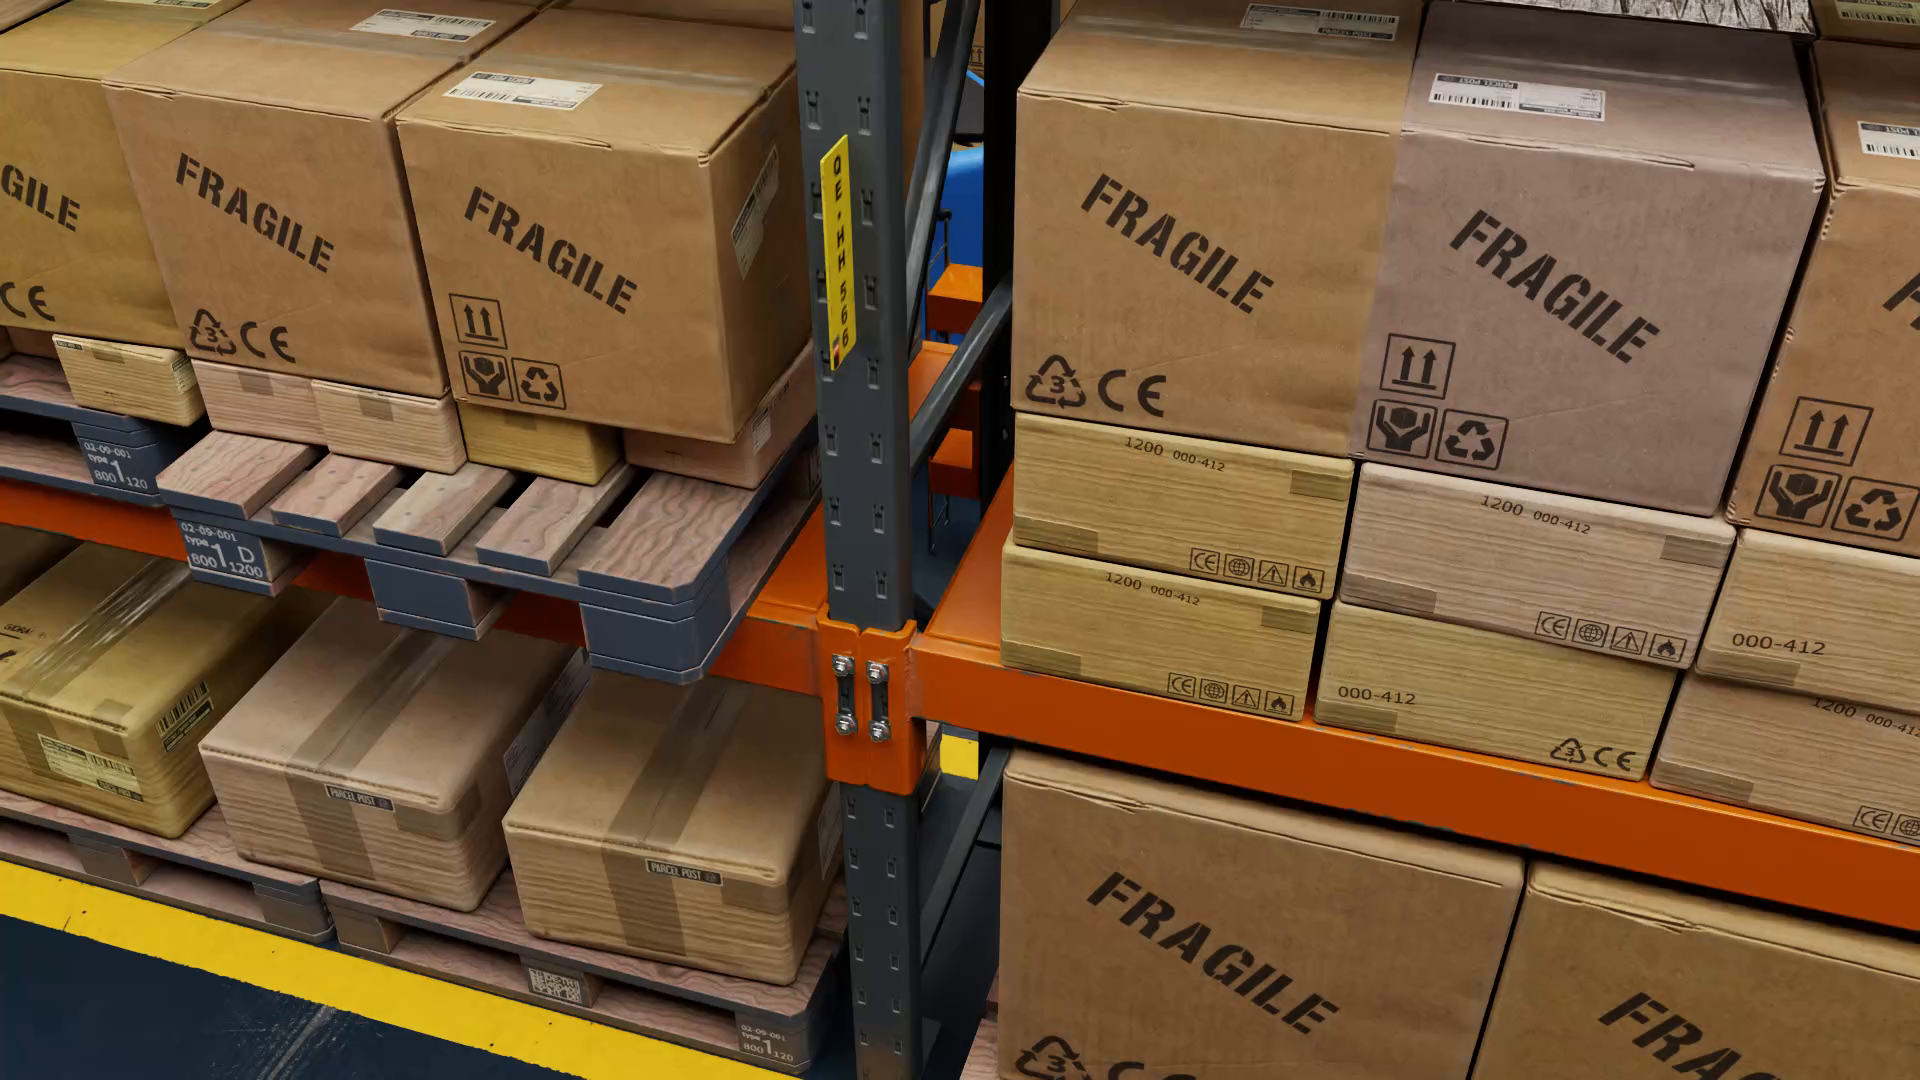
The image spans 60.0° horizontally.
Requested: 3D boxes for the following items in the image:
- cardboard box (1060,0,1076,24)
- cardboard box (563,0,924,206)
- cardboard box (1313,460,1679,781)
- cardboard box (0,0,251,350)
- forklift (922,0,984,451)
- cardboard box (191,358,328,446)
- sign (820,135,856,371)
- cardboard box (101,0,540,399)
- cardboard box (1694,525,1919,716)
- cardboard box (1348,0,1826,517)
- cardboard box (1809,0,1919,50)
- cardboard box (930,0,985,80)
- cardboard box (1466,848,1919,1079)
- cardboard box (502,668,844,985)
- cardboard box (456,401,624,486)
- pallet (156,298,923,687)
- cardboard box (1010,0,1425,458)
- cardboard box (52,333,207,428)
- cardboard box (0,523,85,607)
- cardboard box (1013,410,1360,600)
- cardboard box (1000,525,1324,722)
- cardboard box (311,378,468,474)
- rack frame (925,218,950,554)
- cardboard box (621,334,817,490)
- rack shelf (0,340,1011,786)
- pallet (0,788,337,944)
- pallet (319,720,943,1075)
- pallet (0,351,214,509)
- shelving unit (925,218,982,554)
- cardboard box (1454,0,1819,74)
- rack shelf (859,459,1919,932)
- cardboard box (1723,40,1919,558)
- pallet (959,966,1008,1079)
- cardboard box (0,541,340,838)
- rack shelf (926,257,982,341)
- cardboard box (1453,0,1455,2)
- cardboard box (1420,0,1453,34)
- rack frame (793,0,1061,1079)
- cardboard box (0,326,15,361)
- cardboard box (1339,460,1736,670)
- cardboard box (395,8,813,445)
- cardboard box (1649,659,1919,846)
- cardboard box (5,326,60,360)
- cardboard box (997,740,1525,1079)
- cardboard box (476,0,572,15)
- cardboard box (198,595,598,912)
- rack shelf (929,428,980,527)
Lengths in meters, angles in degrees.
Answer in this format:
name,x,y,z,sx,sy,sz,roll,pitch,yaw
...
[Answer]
name,x,y,z,sx,sy,sz,roll,pitch,yaw
cardboard box,0.808,-2.518,7.684,0.750,0.750,1.050,10,38,13
cardboard box,-0.378,-0.818,3.141,0.500,0.500,0.500,9,37,13
cardboard box,0.870,0.092,2.721,0.500,0.250,0.500,9,37,13
cardboard box,-1.513,-0.704,2.986,0.500,0.500,0.500,8,37,11
forklift,-0.790,-2.217,5.789,1.130,2.935,3.031,-17,40,-22
cardboard box,-1.169,-0.345,3.046,0.250,0.149,0.380,9,37,12
sign,-0.170,-0.404,2.358,0.005,0.325,0.100,10,38,14
cardboard box,-1.031,-0.615,2.866,0.500,0.500,0.500,10,38,13
cardboard box,1.358,-0.002,2.428,0.500,0.250,0.500,10,38,14
cardboard box,0.857,-0.413,2.353,0.500,0.500,0.500,11,38,14
cardboard box,1.519,-0.600,2.607,0.500,0.500,0.500,11,38,14
cardboard box,-0.028,-2.671,7.892,0.750,0.750,1.050,11,38,15
cardboard box,1.467,0.738,3.155,0.875,0.875,0.875,11,38,14
cardboard box,-0.554,0.506,3.895,0.625,0.372,0.950,8,37,11
cardboard box,-0.678,-0.277,2.954,0.250,0.149,0.380,11,38,15
pallet,-0.729,-0.266,3.243,1.003,0.211,1.213,10,38,14
cardboard box,0.381,-0.495,2.465,0.500,0.500,0.500,9,37,12
cardboard box,-1.436,-0.386,3.102,0.250,0.149,0.380,11,38,15
cardboard box,-2.647,0.121,4.418,0.625,0.372,0.950,13,38,17
cardboard box,0.393,-0.190,2.682,0.500,0.250,0.500,10,38,14
cardboard box,0.375,0.011,2.831,0.500,0.250,0.500,10,37,13
cardboard box,-0.932,-0.296,2.980,0.250,0.149,0.380,10,38,14
rack frame,-0.065,-0.435,4.955,0.008,1.050,0.200,10,38,14
cardboard box,-0.400,-0.271,2.945,0.250,0.149,0.380,12,38,16
rack shelf,-1.926,-0.342,3.791,4.000,0.370,1.077,10,38,14
pallet,-1.923,0.489,4.407,1.213,0.211,1.003,10,38,14
pallet,-0.763,0.706,4.112,1.213,0.211,1.003,10,38,14
pallet,-1.919,-0.527,3.598,1.213,0.211,1.003,10,38,14
shelving unit,0.051,-0.413,4.926,0.252,1.050,0.215,10,38,14
cardboard box,1.046,-0.691,2.731,0.500,0.500,0.500,11,38,15
rack shelf,1.892,0.365,2.830,4.000,0.370,1.077,10,38,14
cardboard box,1.346,-0.313,2.217,0.500,0.500,0.500,12,38,15
pallet,0.713,1.027,3.676,1.213,0.211,1.003,10,38,14
cardboard box,-1.982,0.243,4.252,0.625,0.372,0.950,12,38,15
rack shelf,0.051,-0.633,4.764,0.240,0.259,0.215,10,38,14
cardboard box,1.948,-2.302,6.969,0.500,0.250,0.500,9,37,12
cardboard box,0.554,-0.777,2.848,0.500,0.500,0.500,10,37,13
rack frame,-0.017,-0.278,3.097,0.127,3.000,1.000,10,38,14
cardboard box,-1.903,-0.500,3.256,0.250,0.149,0.380,9,37,12
cardboard box,0.886,-0.098,2.557,0.500,0.250,0.500,11,38,15
cardboard box,-0.534,-0.530,2.750,0.500,0.500,0.500,9,37,13
cardboard box,1.369,0.188,2.590,0.500,0.250,0.500,12,38,15
cardboard box,-1.639,-0.502,3.259,0.250,0.149,0.380,11,38,14
cardboard box,0.617,0.578,3.373,0.875,0.875,0.875,10,38,13
cardboard box,-0.877,-0.906,3.260,0.500,0.500,0.500,12,38,16
cardboard box,-1.260,0.380,4.066,0.625,0.372,0.950,10,37,13
rack shelf,0.051,-0.181,5.097,0.240,0.259,0.215,10,38,14
